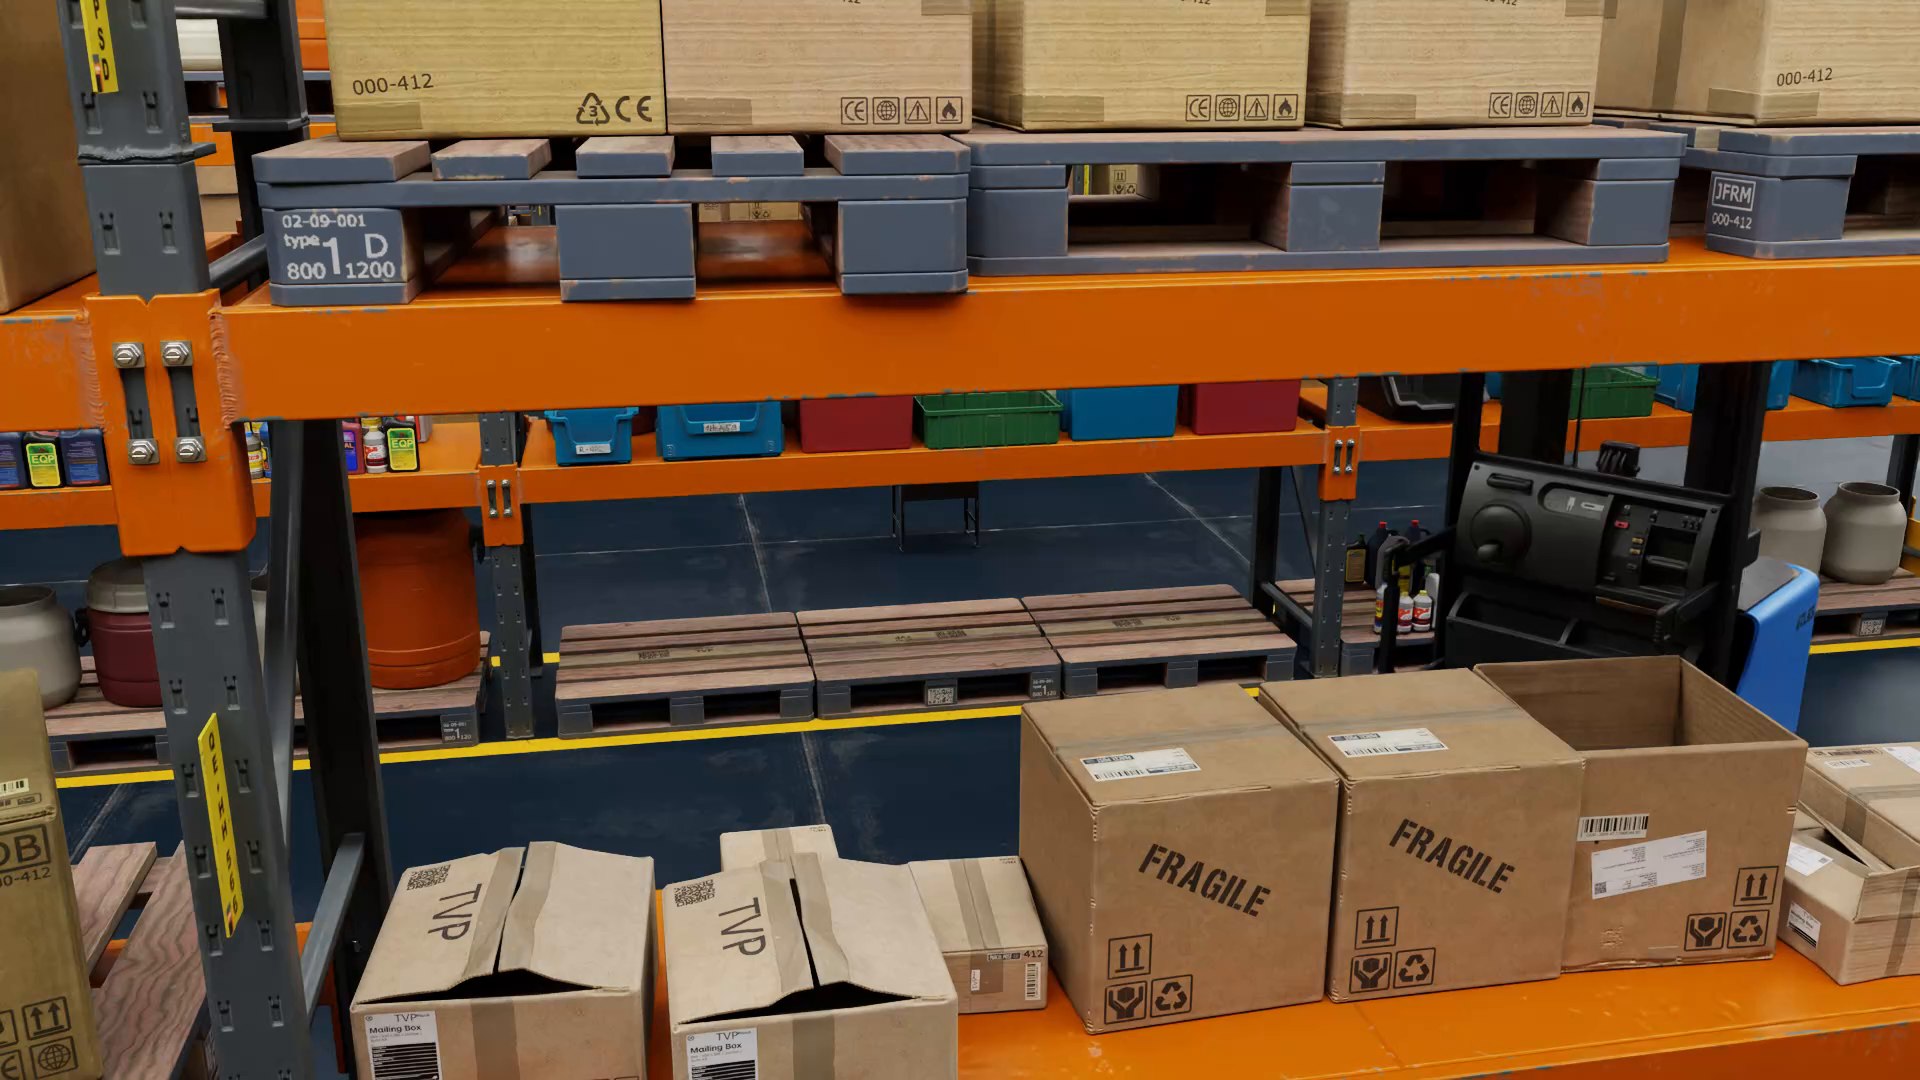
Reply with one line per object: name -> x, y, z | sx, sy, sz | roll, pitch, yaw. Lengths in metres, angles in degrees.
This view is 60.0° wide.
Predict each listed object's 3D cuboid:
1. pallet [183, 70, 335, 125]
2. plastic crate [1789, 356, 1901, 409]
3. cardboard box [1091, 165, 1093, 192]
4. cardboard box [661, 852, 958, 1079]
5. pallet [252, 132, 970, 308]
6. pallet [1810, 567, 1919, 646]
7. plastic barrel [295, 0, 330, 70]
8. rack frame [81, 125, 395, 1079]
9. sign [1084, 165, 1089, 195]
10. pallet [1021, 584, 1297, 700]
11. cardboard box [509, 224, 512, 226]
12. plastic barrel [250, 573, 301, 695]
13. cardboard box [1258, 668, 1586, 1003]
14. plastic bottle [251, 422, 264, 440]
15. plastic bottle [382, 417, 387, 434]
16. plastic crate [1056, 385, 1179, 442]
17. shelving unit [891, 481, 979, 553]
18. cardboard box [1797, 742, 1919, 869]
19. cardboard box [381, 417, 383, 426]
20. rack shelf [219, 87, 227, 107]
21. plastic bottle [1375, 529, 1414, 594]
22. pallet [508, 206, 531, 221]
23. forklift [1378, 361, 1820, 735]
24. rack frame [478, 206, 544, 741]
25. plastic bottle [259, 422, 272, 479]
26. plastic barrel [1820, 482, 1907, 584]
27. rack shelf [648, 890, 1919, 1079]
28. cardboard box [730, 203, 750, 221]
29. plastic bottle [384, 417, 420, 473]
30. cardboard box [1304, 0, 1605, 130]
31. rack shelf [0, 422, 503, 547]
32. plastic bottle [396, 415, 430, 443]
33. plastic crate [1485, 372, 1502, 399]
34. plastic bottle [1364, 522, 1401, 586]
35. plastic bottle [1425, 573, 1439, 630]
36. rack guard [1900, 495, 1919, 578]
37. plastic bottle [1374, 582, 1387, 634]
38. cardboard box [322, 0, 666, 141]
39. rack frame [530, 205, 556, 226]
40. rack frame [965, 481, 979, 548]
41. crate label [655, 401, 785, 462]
pallet -> -2.918, -1.972, 7.336 | 1.213, 0.211, 1.003 | -3, 17, -10
plastic crate -> 4.633, -0.869, 8.784 | 0.408, 0.251, 0.499 | -3, 17, -10
cardboard box -> 1.229, -3.066, 13.305 | 0.500, 0.500, 0.500 | -3, 17, -10
cardboard box -> -0.298, 0.834, 3.140 | 0.500, 0.311, 0.500 | -3, 17, -11
pallet -> -0.563, -0.622, 2.940 | 1.003, 0.211, 1.213 | -2, 17, -8
pallet -> 4.842, 0.306, 9.456 | 1.213, 0.211, 1.003 | -3, 17, -10
plastic barrel -> -2.707, -2.452, 7.130 | 0.708, 0.830, 0.600 | -3, 17, -10
rack frame -> -1.213, 0.785, 3.146 | 0.127, 3.000, 1.000 | -3, 17, -10
sign -> 0.948, -2.687, 12.480 | 0.005, 0.325, 0.100 | -3, 17, -10
pallet -> 1.015, 0.522, 8.752 | 1.213, 0.211, 1.003 | -3, 17, -10
cardboard box -> -3.526, -2.019, 12.108 | 0.500, 0.500, 0.500 | -3, 17, -9
plastic barrel -> -3.163, 0.435, 7.808 | 0.421, 0.512, 0.421 | 0, 17, 0
cardboard box -> 0.949, 0.610, 3.546 | 0.500, 0.500, 0.500 | -3, 17, -10
plastic bottle -> -3.339, -0.585, 7.946 | 0.097, 0.201, 0.097 | 0, 17, 0
plastic bottle -> -2.754, -0.652, 8.044 | 0.097, 0.271, 0.097 | 0, 17, 0
plastic crate -> 0.755, -0.707, 8.031 | 0.575, 0.384, 0.392 | -3, 17, -10
shelving unit -> -0.163, -0.995, 10.473 | 0.503, 2.100, 0.431 | -3, 17, -10
cardboard box -> 2.240, 0.674, 3.763 | 0.500, 0.250, 0.500 | -2, 17, -7
cardboard box -> -4.646, -1.176, 12.435 | 0.875, 0.875, 1.225 | -3, 17, -10
rack shelf -> -5.052, -3.049, 11.747 | 4.000, 0.370, 1.077 | -3, 17, -10
plastic bottle -> 2.384, 0.113, 9.097 | 0.185, 0.351, 0.144 | -3, 17, -10
pallet -> -4.609, -3.344, 16.917 | 1.003, 0.211, 1.213 | -3, 17, -10
forklift -> 2.143, -0.038, 5.943 | 1.130, 2.935, 3.031 | 15, 23, 41
rack frame -> -2.149, -0.643, 7.796 | 0.127, 3.000, 1.000 | -3, 17, -10
plastic bottle -> -2.999, -0.411, 7.260 | 0.097, 0.271, 0.097 | 0, 17, 0
plastic barrel -> 5.074, -0.041, 9.359 | 0.421, 0.512, 0.421 | 0, 17, 0
rack shelf -> 0.751, 1.018, 3.614 | 4.000, 0.370, 1.077 | -3, 17, -10
cardboard box -> -2.444, -3.558, 17.117 | 0.500, 0.500, 0.500 | -3, 17, -10
plastic bottle -> -2.465, -0.442, 7.339 | 0.133, 0.283, 0.061 | -3, 17, -10
cardboard box -> 0.826, -0.912, 3.102 | 0.500, 0.250, 0.500 | -5, 18, -15
rack shelf -> -4.112, -0.188, 7.539 | 4.000, 0.370, 1.077 | -3, 17, -10
plastic bottle -> -2.606, -0.609, 7.896 | 0.135, 0.276, 0.152 | -3, 17, -10
plastic crate -> 2.814, -0.934, 8.998 | 0.616, 0.251, 0.499 | -3, 17, -10
plastic bottle -> 2.356, 0.071, 9.233 | 0.185, 0.351, 0.144 | -4, 17, -12
plastic bottle -> 2.487, 0.309, 8.587 | 0.135, 0.276, 0.152 | -3, 17, -8
rack guard -> 5.640, 0.124, 9.556 | 0.348, 0.500, 1.175 | -3, 17, -10
plastic bottle -> 2.175, 0.337, 8.503 | 0.097, 0.271, 0.097 | 0, 17, 0
cardboard box -> -0.778, -0.819, 2.801 | 0.500, 0.250, 0.500 | -5, 18, -15
rack frame -> -3.088, -2.071, 12.444 | 0.127, 3.000, 1.000 | -3, 17, -10
rack frame -> 0.077, -1.008, 10.518 | 0.015, 2.100, 0.400 | -3, 17, -10
crate label -> -1.122, -0.637, 7.717 | 0.616, 0.435, 0.502 | -3, 17, -10
